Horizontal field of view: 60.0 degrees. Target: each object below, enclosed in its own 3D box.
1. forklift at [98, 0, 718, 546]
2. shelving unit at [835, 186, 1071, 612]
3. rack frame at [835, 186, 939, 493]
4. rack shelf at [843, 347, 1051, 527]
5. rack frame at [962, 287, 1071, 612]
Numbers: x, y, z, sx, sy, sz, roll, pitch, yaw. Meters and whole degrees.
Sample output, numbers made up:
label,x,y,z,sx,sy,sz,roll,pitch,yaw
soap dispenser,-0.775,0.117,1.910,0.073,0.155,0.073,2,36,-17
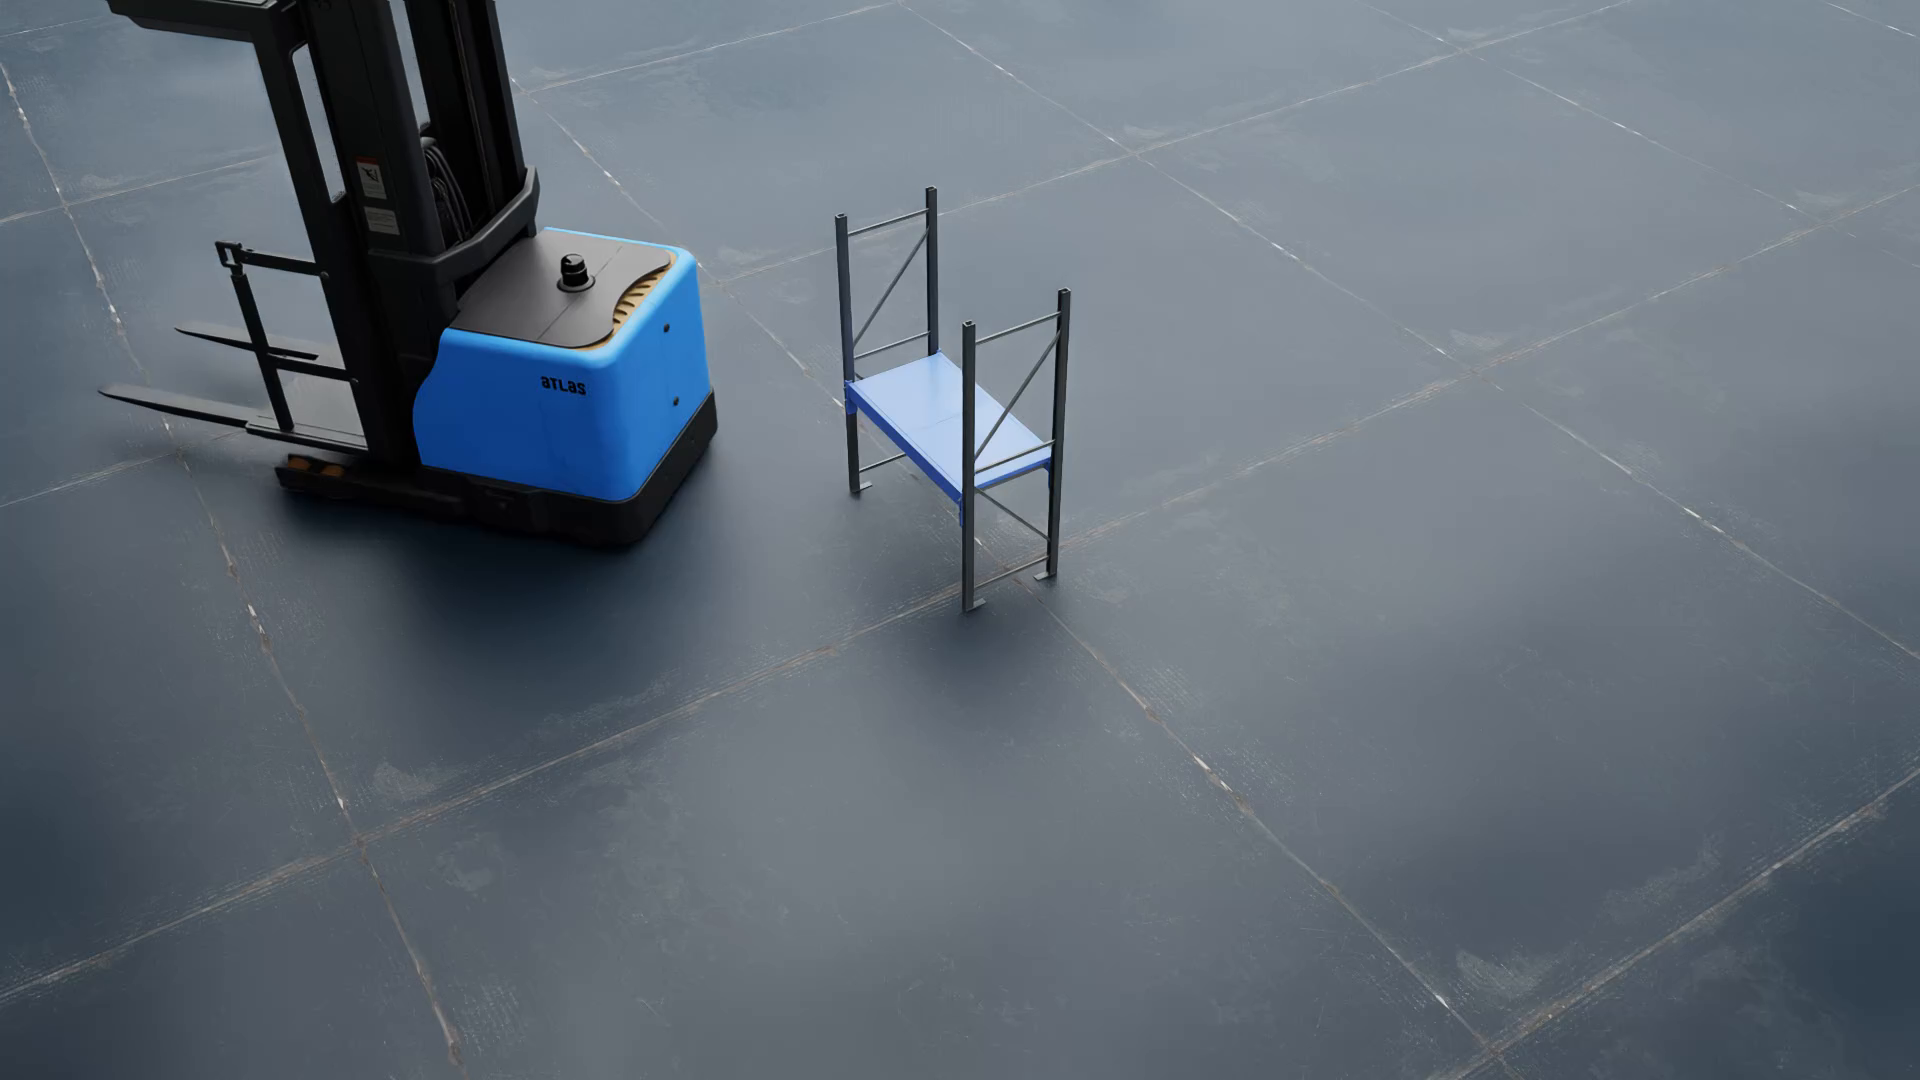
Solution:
label,x,y,z,sx,sy,sz,roll,pitch,yaw
forklift,-2.795,-1.634,7.482,3.031,2.935,1.130,11,41,13
shelving unit,-0.046,-0.622,7.386,0.538,1.500,1.048,-22,45,-24
rack frame,-0.319,-0.897,7.715,0.500,1.500,0.032,-22,45,-24
rack shelf,-0.046,-0.484,7.501,0.538,0.185,1.000,-22,45,-24
rack frame,0.227,-0.348,7.056,0.500,1.500,0.032,-22,45,-24
